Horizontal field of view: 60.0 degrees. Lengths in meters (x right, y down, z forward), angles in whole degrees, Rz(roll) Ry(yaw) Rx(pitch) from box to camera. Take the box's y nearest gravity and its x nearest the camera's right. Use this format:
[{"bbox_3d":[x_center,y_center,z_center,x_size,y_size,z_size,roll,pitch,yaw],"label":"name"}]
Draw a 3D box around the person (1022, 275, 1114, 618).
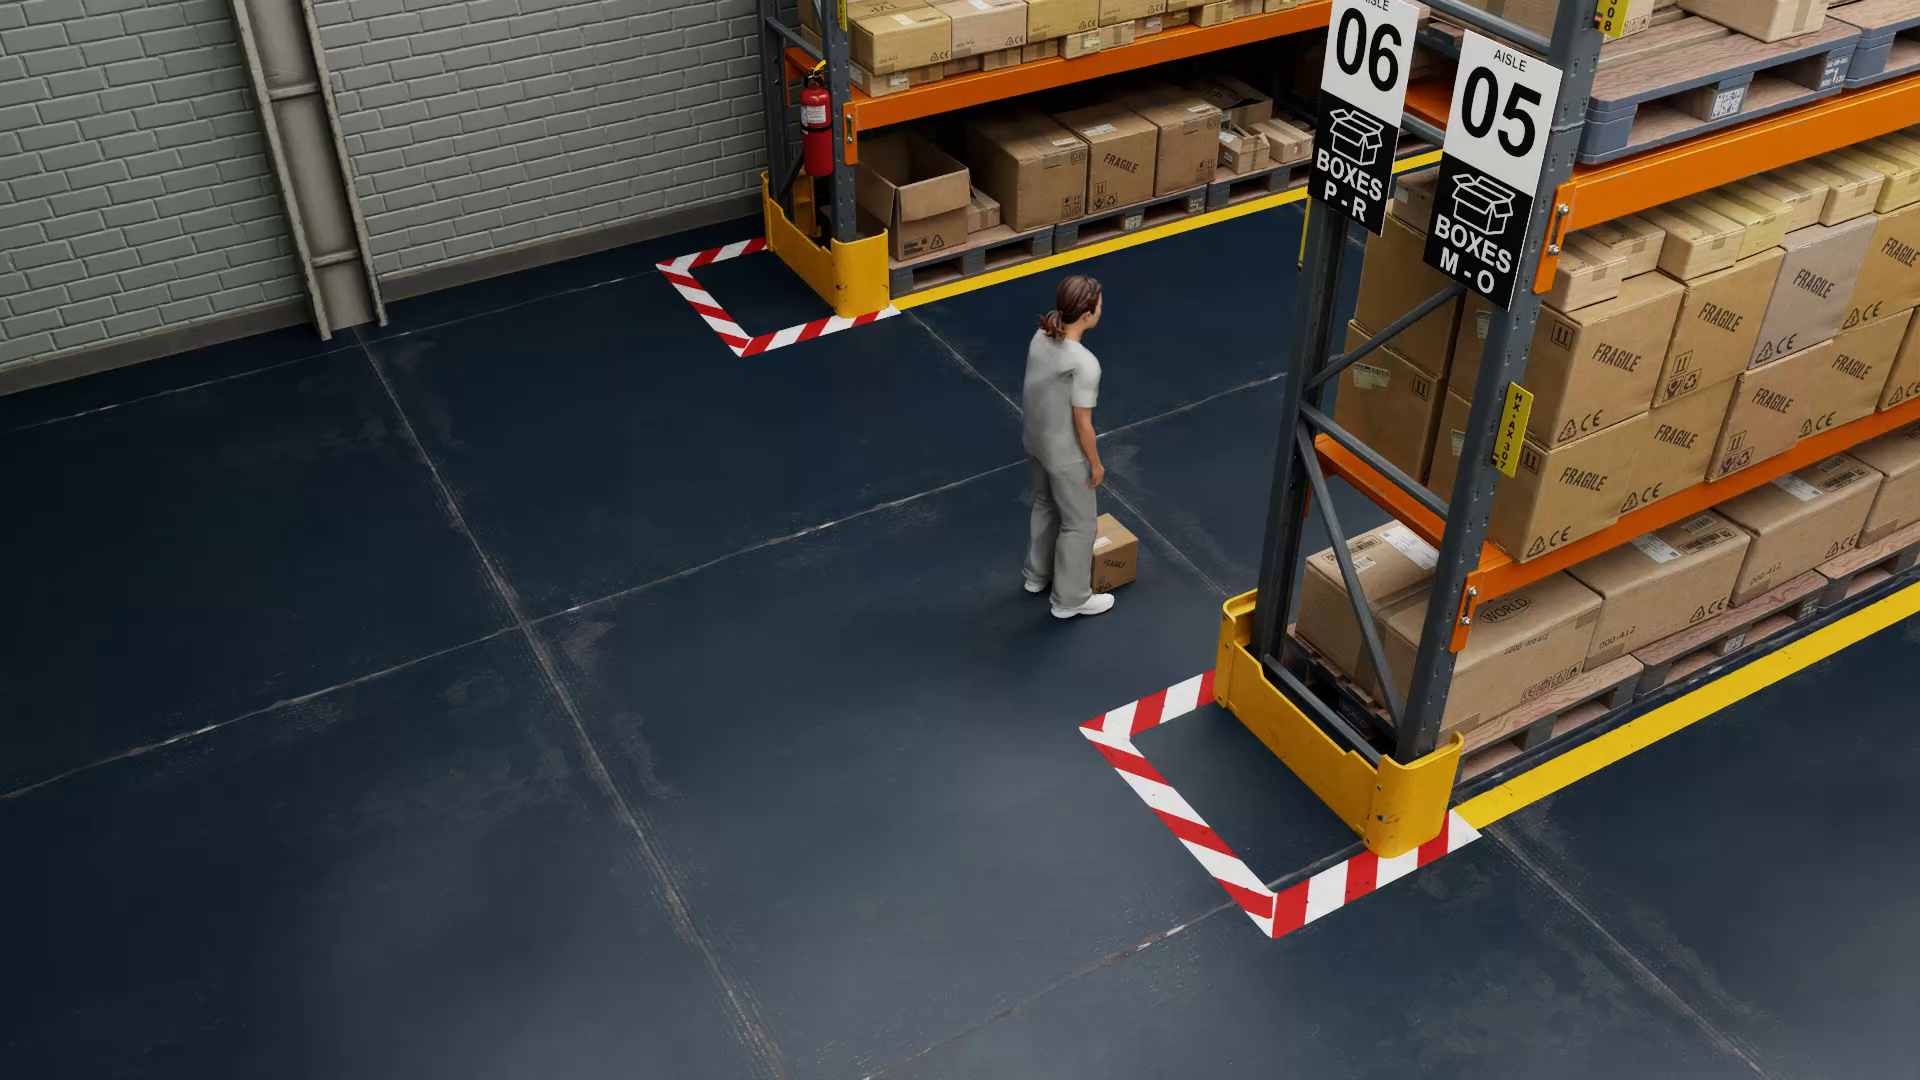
[{"bbox_3d":[0.471,-0.409,7.492,0.358,1.649,0.486,-19,41,-23],"label":"person"}]
